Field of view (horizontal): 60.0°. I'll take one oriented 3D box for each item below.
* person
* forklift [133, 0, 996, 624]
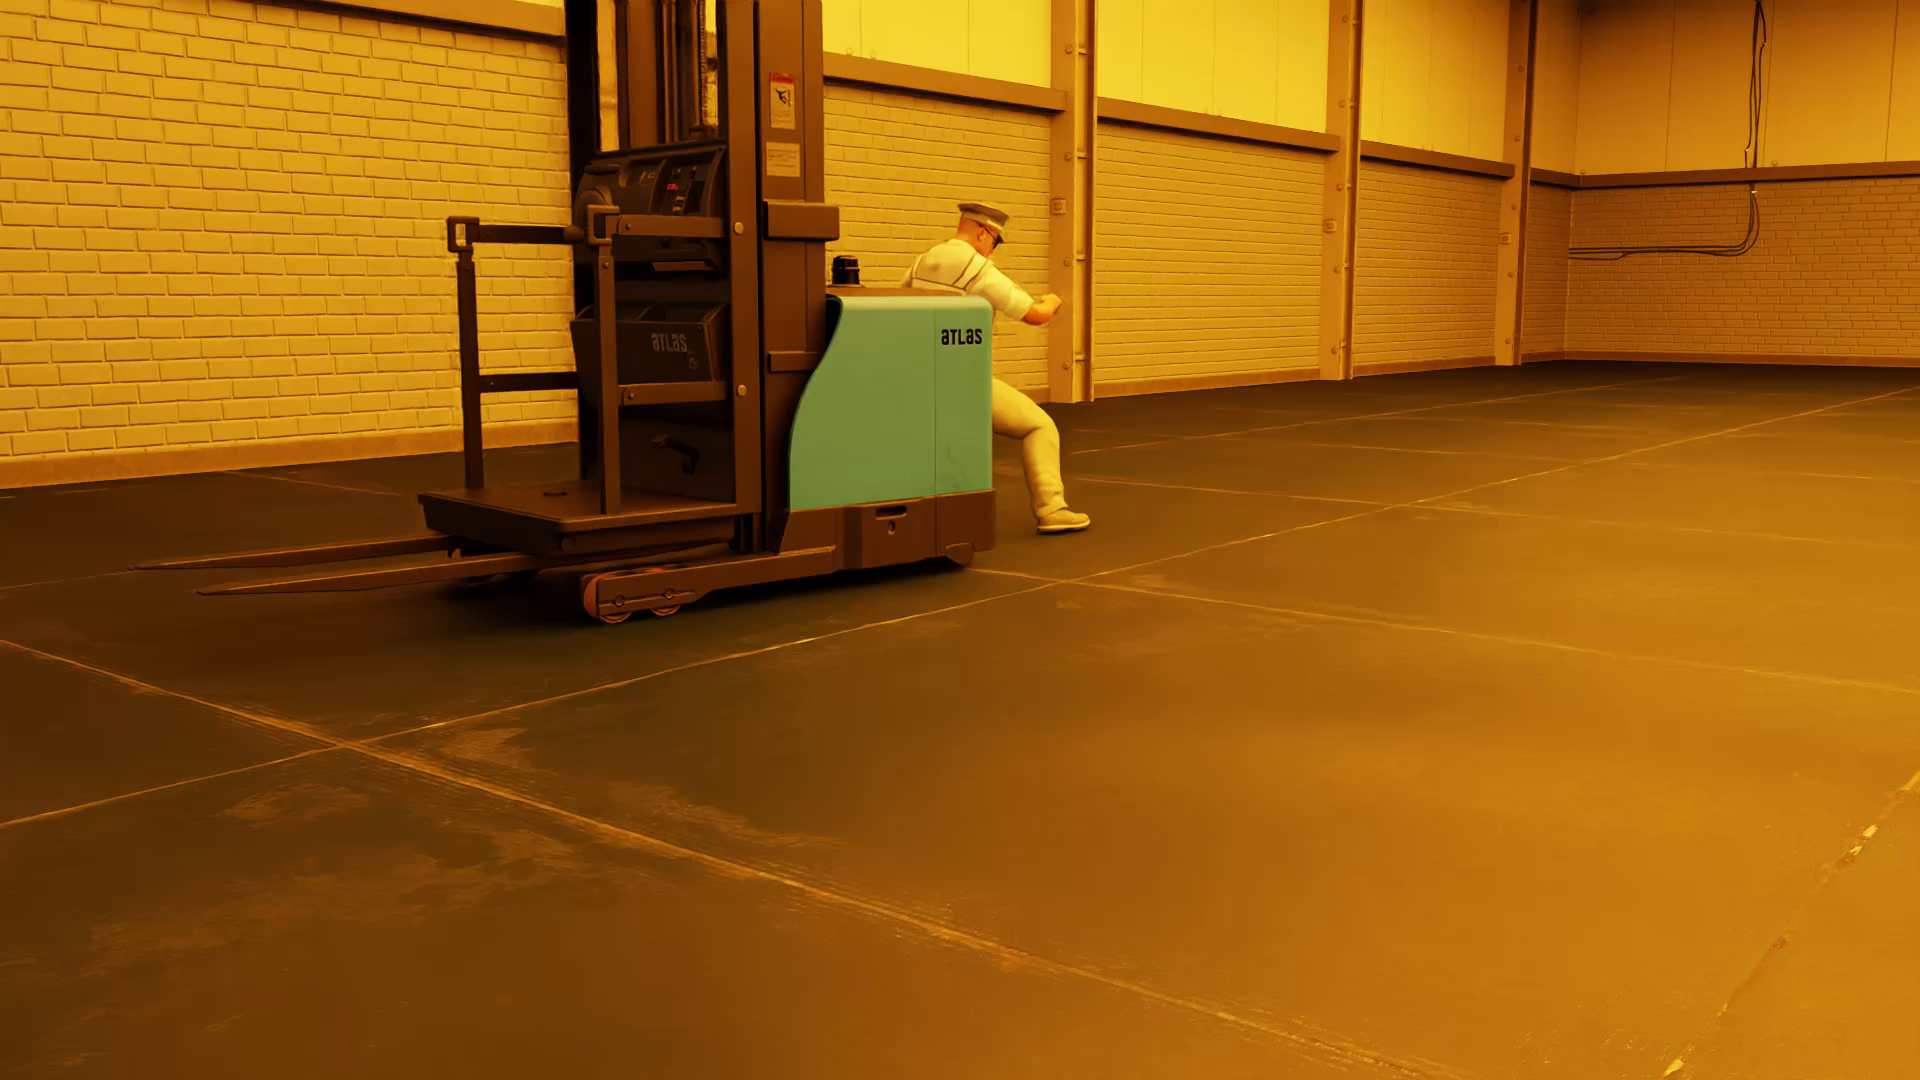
[{"bbox_3d":[0.113,-0.814,7.857,0.785,1.524,1.013,-7,11,-40],"label":"person"},{"bbox_3d":[-1.289,-1.258,5.877,3.031,2.935,1.130,-7,11,-41],"label":"forklift"}]
